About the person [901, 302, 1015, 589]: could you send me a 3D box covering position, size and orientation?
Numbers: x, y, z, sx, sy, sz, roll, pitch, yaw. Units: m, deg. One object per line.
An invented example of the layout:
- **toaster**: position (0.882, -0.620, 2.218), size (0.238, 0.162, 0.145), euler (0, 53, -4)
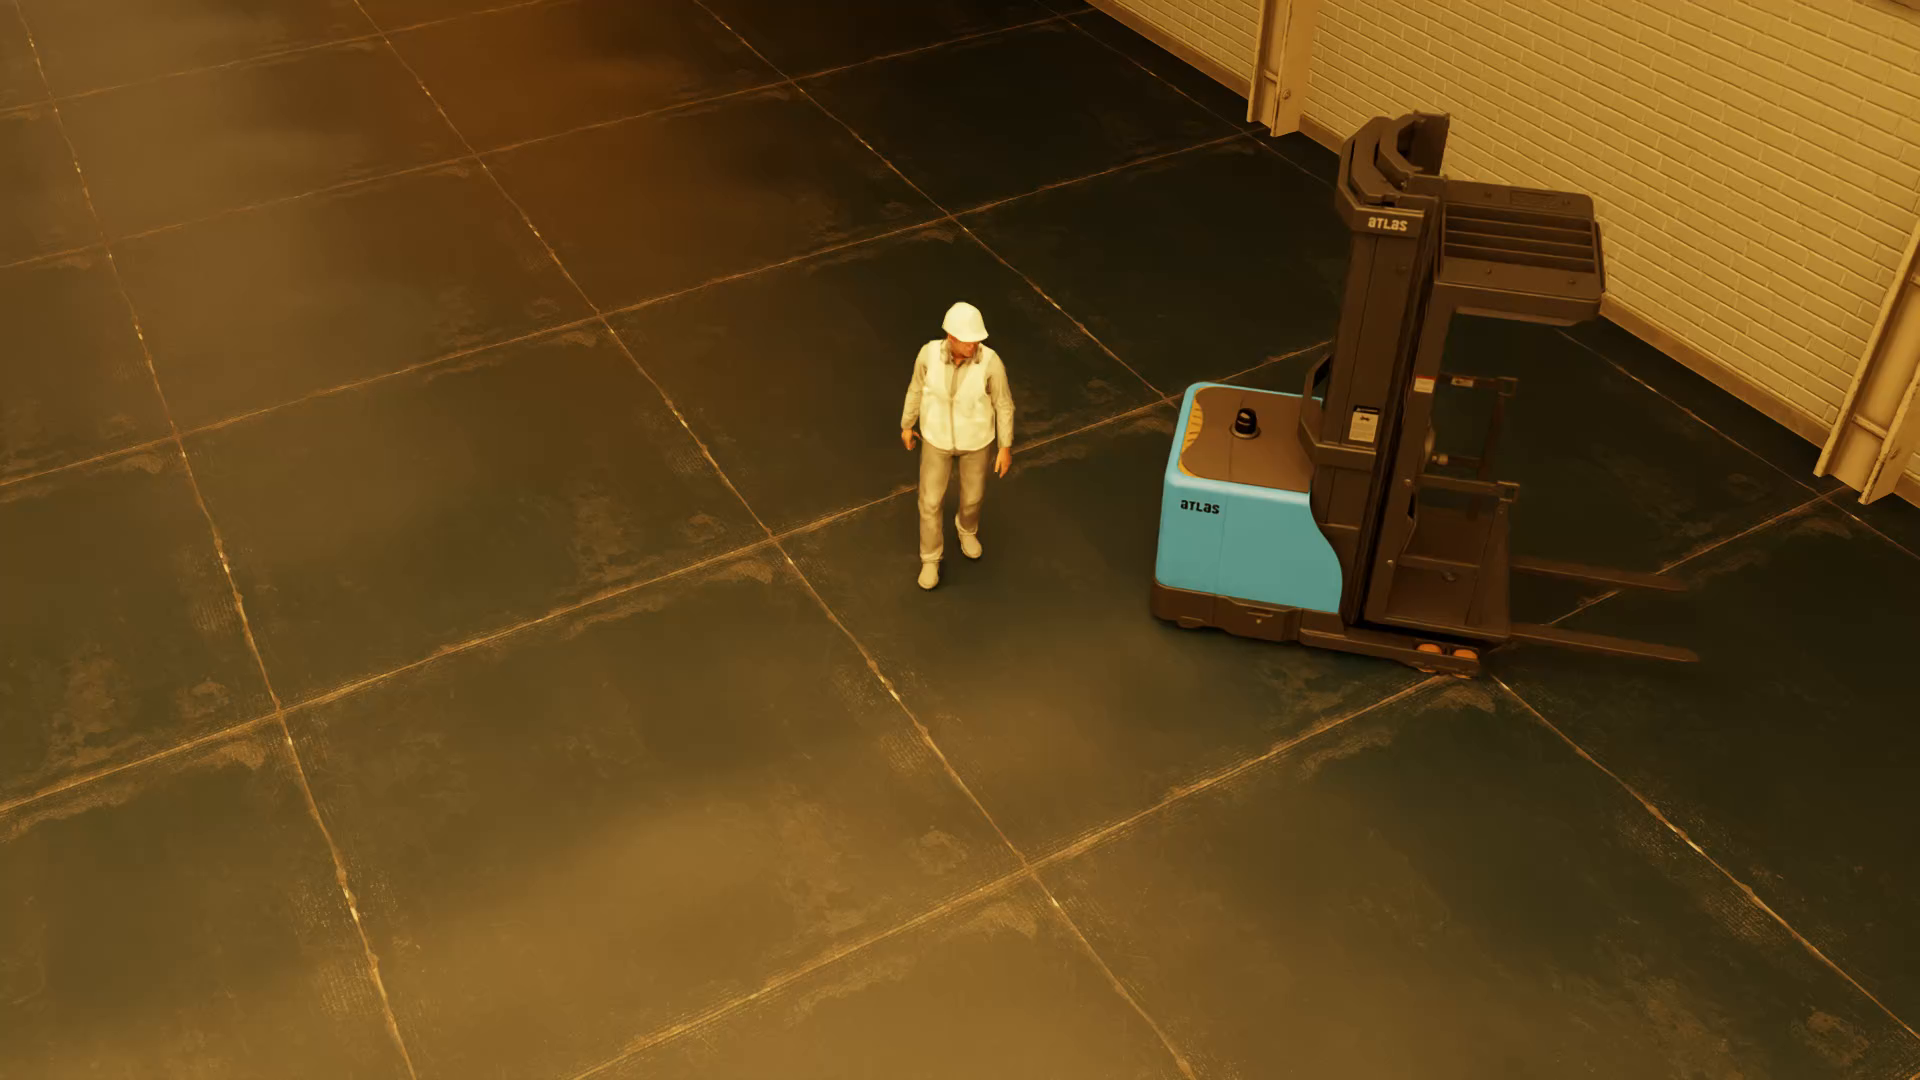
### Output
- **person**: position (-0.028, -0.537, 9.615), size (0.669, 1.756, 0.652), euler (4, 40, 5)

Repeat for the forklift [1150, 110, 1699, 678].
- **forklift**: position (2.685, -0.723, 8.908), size (3.031, 2.935, 1.130), euler (9, 40, 11)
